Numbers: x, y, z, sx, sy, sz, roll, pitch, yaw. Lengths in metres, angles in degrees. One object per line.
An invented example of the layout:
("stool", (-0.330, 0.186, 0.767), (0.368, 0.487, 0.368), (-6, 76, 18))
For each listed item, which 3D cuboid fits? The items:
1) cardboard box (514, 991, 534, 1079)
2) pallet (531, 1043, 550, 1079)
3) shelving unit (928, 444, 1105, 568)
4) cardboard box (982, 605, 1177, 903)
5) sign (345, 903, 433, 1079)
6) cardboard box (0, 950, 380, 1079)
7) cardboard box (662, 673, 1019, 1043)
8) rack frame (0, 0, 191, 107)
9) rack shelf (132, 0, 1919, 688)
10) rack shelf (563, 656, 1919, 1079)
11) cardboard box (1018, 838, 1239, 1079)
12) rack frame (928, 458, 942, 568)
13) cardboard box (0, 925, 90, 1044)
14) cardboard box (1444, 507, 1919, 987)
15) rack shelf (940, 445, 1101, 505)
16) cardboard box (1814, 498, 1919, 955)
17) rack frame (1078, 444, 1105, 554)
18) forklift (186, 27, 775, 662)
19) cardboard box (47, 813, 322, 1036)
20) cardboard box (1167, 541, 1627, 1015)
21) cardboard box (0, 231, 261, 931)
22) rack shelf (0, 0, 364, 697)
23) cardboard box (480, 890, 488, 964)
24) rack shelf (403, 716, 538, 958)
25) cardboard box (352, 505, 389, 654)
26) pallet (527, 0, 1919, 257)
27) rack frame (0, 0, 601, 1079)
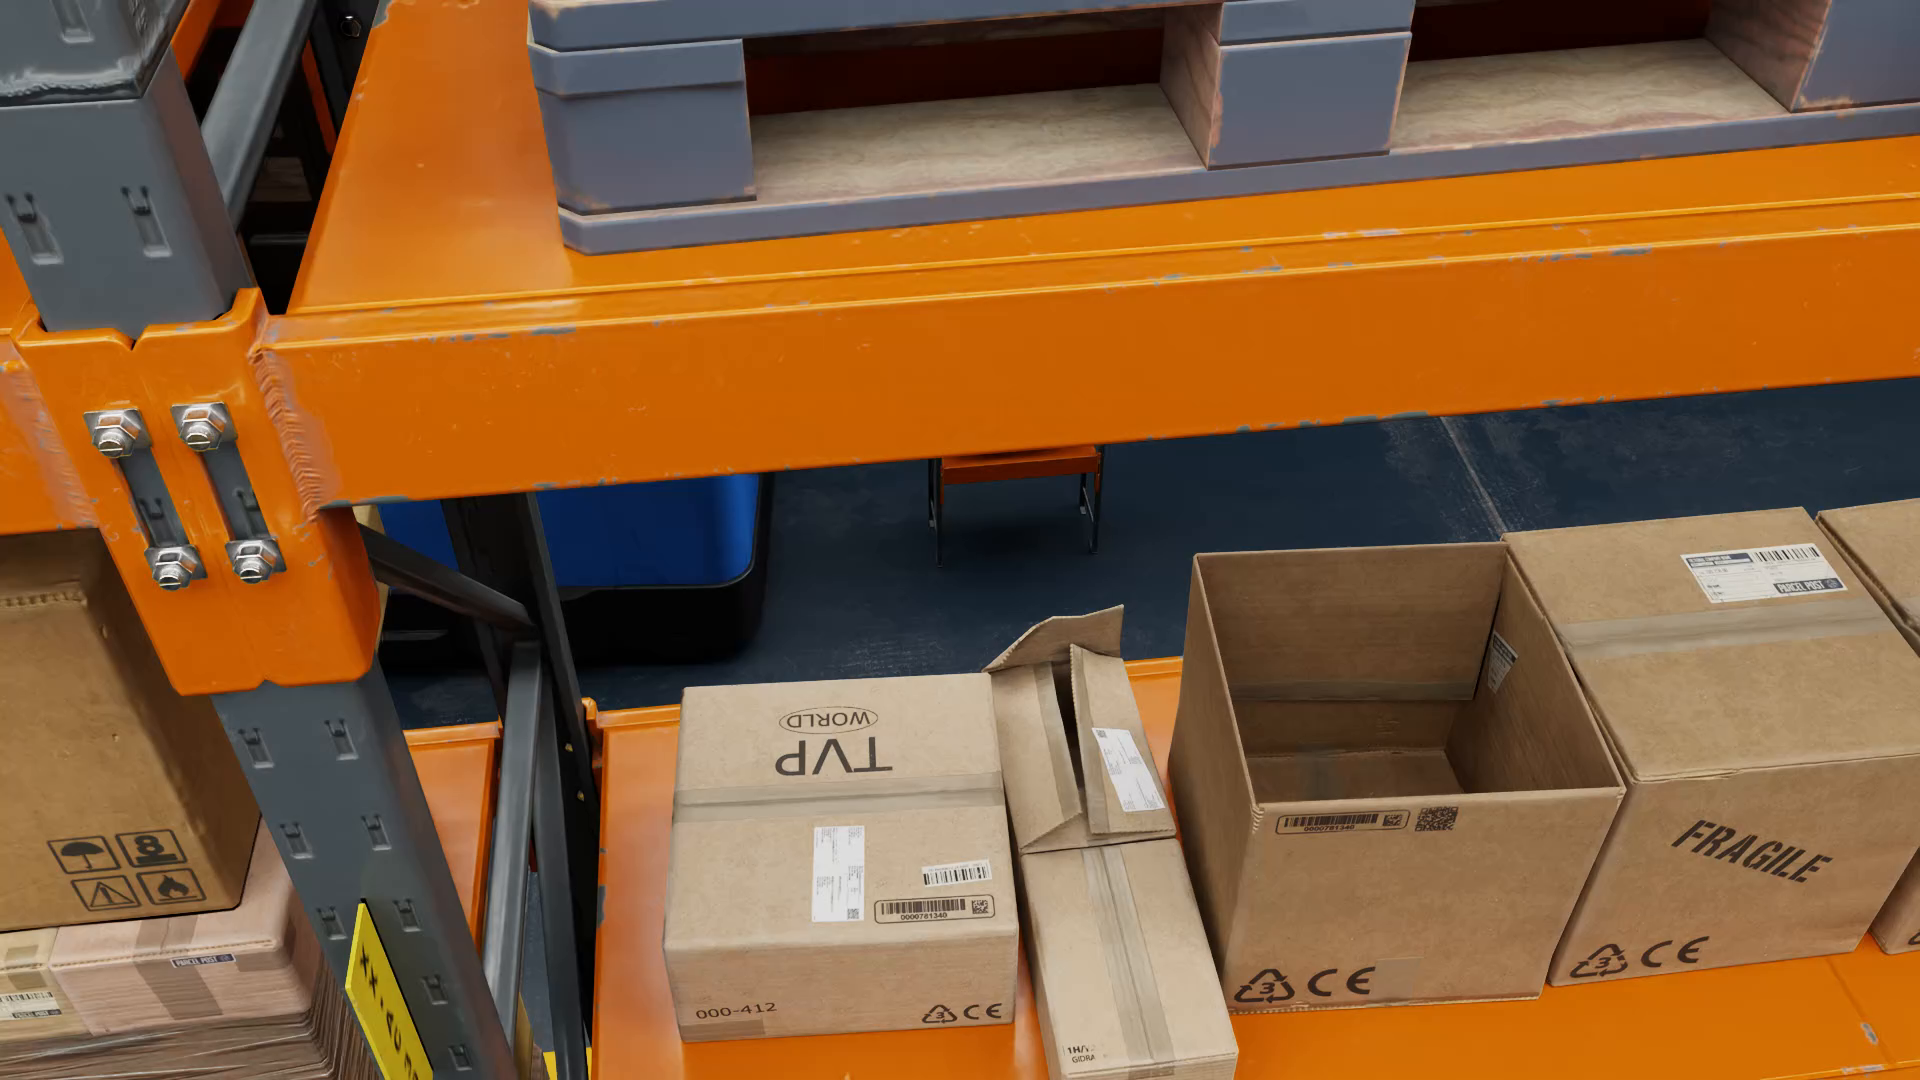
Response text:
("cardboard box", (-1.164, 1.202, 3.418), (0.500, 0.250, 0.500), (-5, 42, -6))
("pallet", (-1.459, 1.574, 3.347), (1.213, 0.211, 1.003), (-5, 42, -6))
("shelving unit", (0.164, -0.460, 4.864), (0.503, 1.200, 0.258), (-5, 42, -6))
("cardboard box", (0.183, 0.349, 2.724), (0.258, 0.266, 0.396), (-6, 42, -7))
("sign", (-0.592, 0.515, 1.734), (0.005, 0.325, 0.100), (-5, 42, -6))
("cardboard box", (-1.104, 0.503, 2.378), (0.500, 0.500, 0.700), (-6, 42, -7))
("cardboard box", (-0.183, 0.481, 2.589), (0.500, 0.250, 0.500), (-3, 42, -3))
("rack frame", (-0.665, -1.730, 0.450), (0.127, 3.000, 1.000), (-5, 42, -6))
("rack shelf", (1.318, -0.523, 1.888), (4.000, 0.370, 1.077), (-5, 42, -6))
("rack shelf", (1.318, 0.591, 2.892), (4.000, 0.370, 1.077), (-5, 42, -6))
("cardboard box", (0.240, 0.650, 2.478), (0.250, 0.149, 0.380), (-5, 42, -6))
("rack frame", (-0.078, -0.439, 4.841), (0.015, 1.200, 0.240), (-5, 42, -6))
("cardboard box", (-1.152, 0.406, 2.002), (0.250, 0.149, 0.380), (-6, 42, -6))
("cardboard box", (1.118, 0.315, 2.586), (0.500, 0.500, 0.500), (-5, 42, -5))
("rack shelf", (0.164, -0.263, 5.042), (0.480, 0.148, 0.258), (-5, 42, -6))
("cardboard box", (1.640, 0.270, 2.637), (0.500, 0.500, 0.500), (-7, 43, -8))
("rack frame", (0.406, -0.481, 4.888), (0.015, 1.200, 0.240), (-5, 42, -6))
("forklift", (-2.107, -1.053, 4.229), (3.031, 2.935, 1.130), (-1, 42, -1))
("cardboard box", (-0.907, 0.385, 2.024), (0.250, 0.149, 0.380), (-5, 42, -6))
("cardboard box", (0.621, 0.359, 2.538), (0.500, 0.500, 0.500), (-2, 42, -2))
("cardboard box", (-1.104, 0.021, 1.943), (0.500, 0.500, 0.700), (-5, 42, -5))
("rack shelf", (-2.648, -0.175, 1.503), (4.000, 0.370, 1.077), (-5, 42, -6))
("cardboard box", (-1.165, 0.916, 3.174), (0.500, 0.500, 0.500), (-5, 42, -6))
("rack shelf", (-2.648, 0.938, 2.507), (4.000, 0.370, 1.077), (-5, 42, -6))
("cardboard box", (-0.957, 0.114, 2.325), (0.250, 0.149, 0.380), (-5, 42, -6))
("pallet", (0.208, -0.630, 1.613), (1.217, 0.209, 0.805), (-7, 42, -7))
("rack frame", (-0.665, 0.498, 2.459), (0.127, 3.000, 1.000), (-5, 42, -6))
